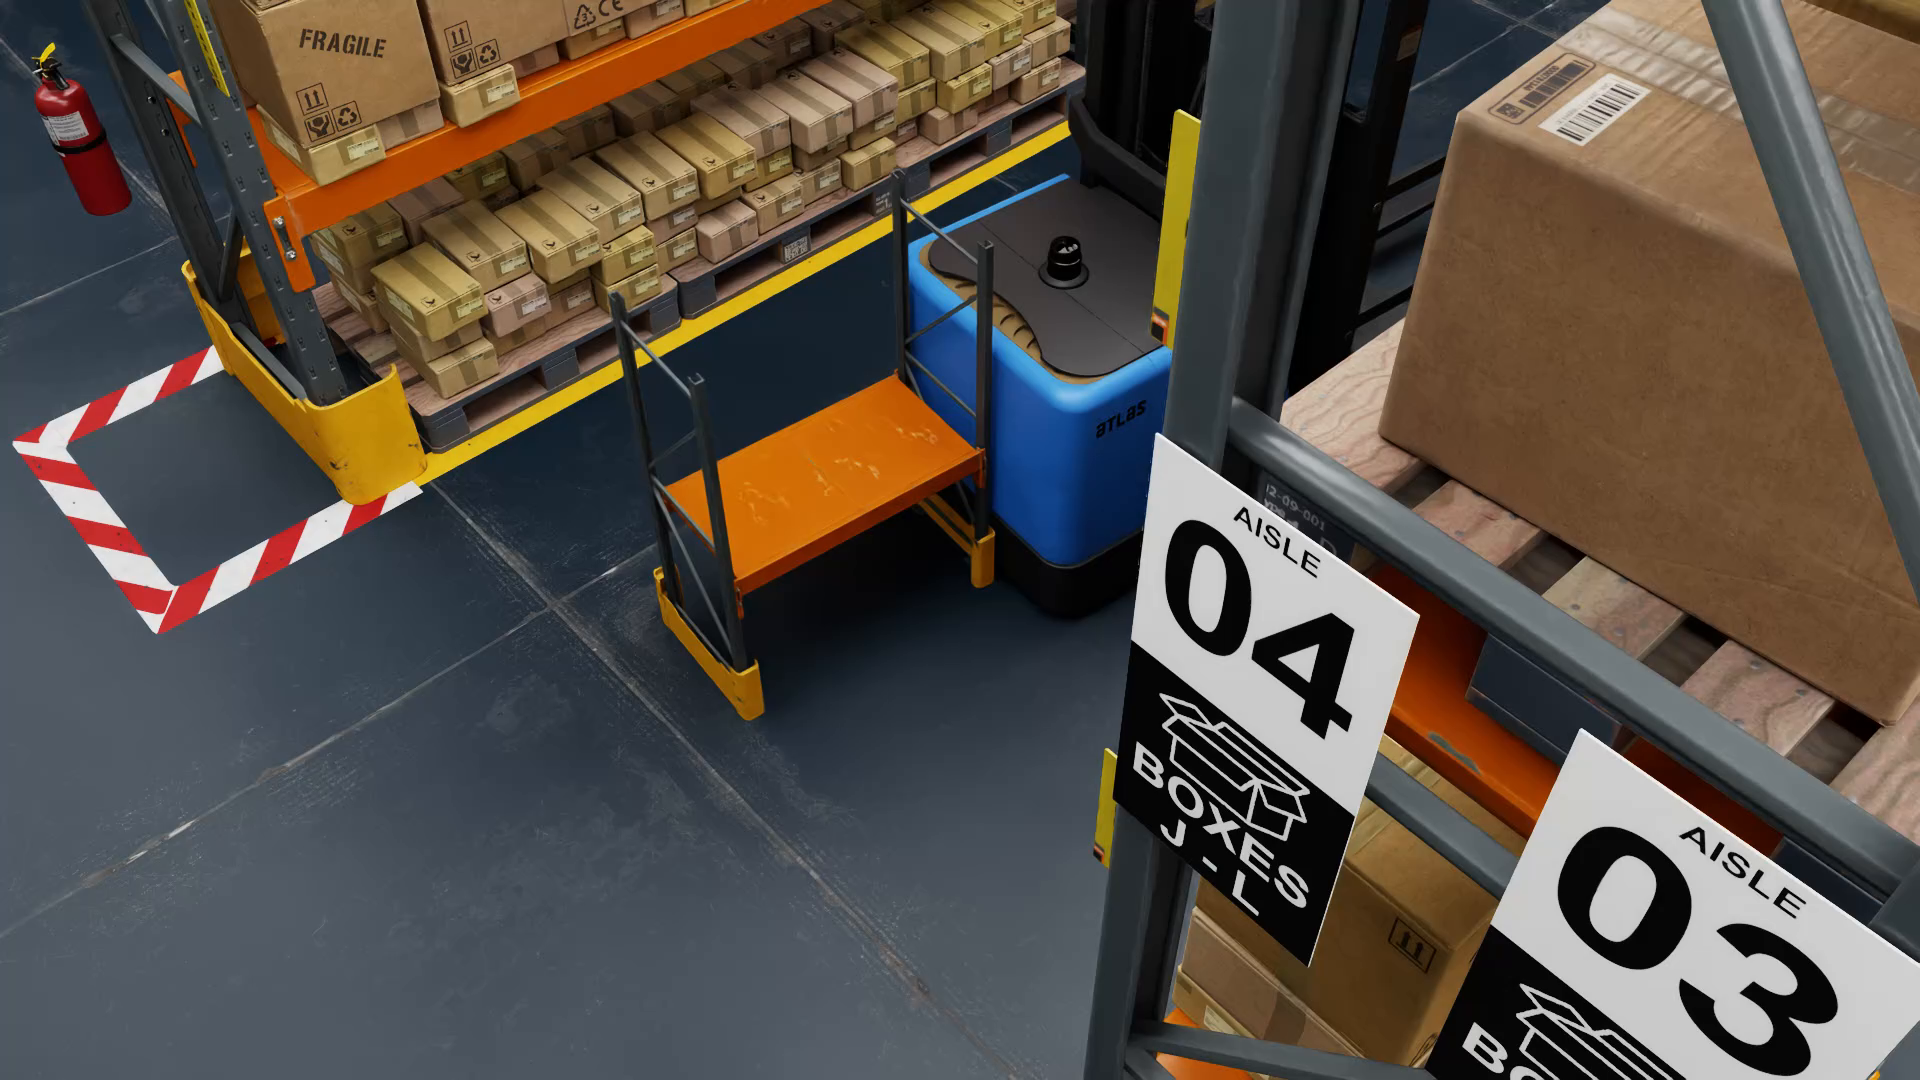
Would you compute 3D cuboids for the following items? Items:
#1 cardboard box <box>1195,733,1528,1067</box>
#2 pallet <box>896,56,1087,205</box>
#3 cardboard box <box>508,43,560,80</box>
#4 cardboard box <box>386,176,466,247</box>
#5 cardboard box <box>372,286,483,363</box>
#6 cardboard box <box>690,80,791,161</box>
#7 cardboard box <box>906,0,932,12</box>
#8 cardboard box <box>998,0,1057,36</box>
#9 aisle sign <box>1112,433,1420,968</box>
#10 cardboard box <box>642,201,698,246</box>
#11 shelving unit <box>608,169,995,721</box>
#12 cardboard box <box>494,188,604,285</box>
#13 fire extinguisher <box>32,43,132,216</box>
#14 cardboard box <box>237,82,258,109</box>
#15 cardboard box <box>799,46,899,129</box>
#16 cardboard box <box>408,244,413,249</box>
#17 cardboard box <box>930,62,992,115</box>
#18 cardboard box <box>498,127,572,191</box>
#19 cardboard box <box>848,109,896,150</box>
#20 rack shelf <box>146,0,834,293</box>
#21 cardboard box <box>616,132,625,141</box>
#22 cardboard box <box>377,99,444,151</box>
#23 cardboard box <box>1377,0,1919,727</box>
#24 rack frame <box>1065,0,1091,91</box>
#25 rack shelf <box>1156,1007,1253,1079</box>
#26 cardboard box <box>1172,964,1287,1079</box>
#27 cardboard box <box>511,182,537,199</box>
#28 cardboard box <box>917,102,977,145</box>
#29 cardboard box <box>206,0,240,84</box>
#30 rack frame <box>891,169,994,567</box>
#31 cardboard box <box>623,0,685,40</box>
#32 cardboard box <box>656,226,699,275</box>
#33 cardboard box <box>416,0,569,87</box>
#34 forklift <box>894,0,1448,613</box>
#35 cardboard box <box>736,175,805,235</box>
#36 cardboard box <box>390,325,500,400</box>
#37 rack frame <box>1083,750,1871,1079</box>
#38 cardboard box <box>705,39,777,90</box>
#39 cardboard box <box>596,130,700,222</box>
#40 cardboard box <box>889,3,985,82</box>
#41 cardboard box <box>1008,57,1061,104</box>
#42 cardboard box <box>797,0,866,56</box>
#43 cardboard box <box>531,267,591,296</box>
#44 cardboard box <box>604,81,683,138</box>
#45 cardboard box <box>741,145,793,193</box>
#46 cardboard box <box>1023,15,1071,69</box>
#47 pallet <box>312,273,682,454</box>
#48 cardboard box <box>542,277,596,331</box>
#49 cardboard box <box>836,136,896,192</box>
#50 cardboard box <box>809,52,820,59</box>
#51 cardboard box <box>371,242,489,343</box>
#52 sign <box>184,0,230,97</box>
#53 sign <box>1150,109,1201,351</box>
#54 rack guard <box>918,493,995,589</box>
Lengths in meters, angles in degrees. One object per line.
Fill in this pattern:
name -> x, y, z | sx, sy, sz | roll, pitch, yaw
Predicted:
cardboard box -> 0.811, 0.565, 3.077 | 0.500, 0.500, 0.500 | -33, 55, -27
pallet -> -0.149, -2.175, 8.113 | 1.213, 0.211, 1.003 | -34, 56, -27
cardboard box -> -1.680, -1.846, 6.083 | 0.250, 0.149, 0.380 | -31, 55, -26
cardboard box -> -2.189, -1.364, 6.717 | 0.250, 0.149, 0.380 | -33, 55, -26
cardboard box -> -2.075, -0.890, 6.482 | 0.250, 0.149, 0.380 | -32, 55, -26
cardboard box -> -0.937, -1.784, 7.104 | 0.250, 0.149, 0.380 | -34, 56, -27
cardboard box -> -0.313, -2.688, 7.938 | 0.250, 0.149, 0.380 | -31, 55, -26
cardboard box -> 0.236, -2.532, 7.794 | 0.250, 0.149, 0.380 | -32, 55, -26
aisle sign -> 0.372, 0.244, 2.215 | 0.004, 0.787, 0.394 | -34, 56, -27
cardboard box -> -1.317, -1.415, 6.966 | 0.380, 0.149, 0.250 | 36, 57, 29
shelving unit -> -0.472, -0.295, 5.502 | 1.083, 1.500, 0.587 | -29, 54, -24
cardboard box -> -1.623, -1.202, 6.568 | 0.250, 0.149, 0.380 | -34, 56, -27
fire extinguisher -> -3.132, -1.468, 5.870 | 0.183, 0.674, 0.296 | -34, 56, -27
cardboard box -> -2.584, -1.724, 5.970 | 0.250, 0.149, 0.380 | -34, 56, -27
cardboard box -> -0.488, -1.987, 7.292 | 0.380, 0.149, 0.250 | 36, 57, 29
cardboard box -> -2.207, -1.287, 6.848 | 0.250, 0.149, 0.380 | -35, 56, -28
cardboard box -> -0.073, -2.137, 7.633 | 0.250, 0.149, 0.380 | -36, 57, -28
cardboard box -> -1.849, -1.655, 6.985 | 0.250, 0.149, 0.380 | -36, 57, -28
cardboard box -> -0.500, -1.930, 7.441 | 0.250, 0.149, 0.380 | -32, 55, -26
rack shelf -> -1.155, -2.239, 6.764 | 4.000, 0.370, 1.077 | -34, 56, -27
cardboard box -> -1.477, -1.824, 7.344 | 0.250, 0.149, 0.380 | -31, 55, -25
cardboard box -> -2.014, -1.539, 5.800 | 0.250, 0.149, 0.380 | -32, 55, -26
cardboard box -> 0.976, -0.261, 1.987 | 0.700, 0.500, 0.500 | 36, 57, 28
rack frame -> 0.325, -3.472, 7.412 | 0.127, 3.000, 1.000 | -34, 56, -27
rack shelf -> 2.107, 0.508, 4.230 | 4.000, 0.370, 1.077 | -34, 56, -27
cardboard box -> 0.669, 0.983, 3.473 | 0.250, 0.149, 0.380 | -33, 55, -27
cardboard box -> -1.785, -1.522, 7.065 | 0.250, 0.149, 0.380 | -34, 56, -28
cardboard box -> -0.137, -2.020, 7.726 | 0.250, 0.149, 0.380 | -36, 57, -28
cardboard box -> -2.476, -1.991, 5.776 | 0.500, 0.500, 0.500 | -33, 55, -26
rack frame -> -0.059, -0.523, 5.712 | 0.032, 1.500, 0.500 | -29, 54, -24
cardboard box -> -1.261, -2.073, 6.293 | 0.250, 0.149, 0.380 | -35, 56, -28
cardboard box -> -1.327, -1.300, 7.062 | 0.250, 0.149, 0.380 | -34, 56, -27
cardboard box -> -1.738, -1.979, 5.765 | 0.500, 0.500, 0.500 | -34, 56, -27
forklift -> 1.240, -1.629, 5.759 | 3.031, 2.935, 1.130 | -29, 54, -24
cardboard box -> -0.896, -1.527, 7.272 | 0.250, 0.149, 0.380 | -34, 56, -27
cardboard box -> -2.032, -0.755, 6.559 | 0.250, 0.149, 0.380 | -33, 55, -26
rack frame -> 0.627, 1.253, 3.053 | 0.127, 3.000, 1.000 | -34, 56, -27
cardboard box -> -1.034, -2.133, 7.427 | 0.250, 0.149, 0.380 | -36, 57, -28
cardboard box -> -1.284, -1.502, 6.844 | 0.250, 0.149, 0.380 | -32, 55, -26
cardboard box -> -0.105, -2.257, 7.541 | 0.250, 0.149, 0.380 | -34, 56, -27
cardboard box -> 0.264, -2.268, 7.956 | 0.250, 0.149, 0.380 | -33, 55, -27
cardboard box -> -0.645, -2.394, 7.668 | 0.250, 0.149, 0.380 | -35, 56, -28
cardboard box -> -1.712, -1.164, 6.735 | 0.250, 0.149, 0.380 | -33, 55, -27
cardboard box -> -1.418, -1.888, 7.200 | 0.250, 0.149, 0.380 | -36, 57, -28
cardboard box -> -0.938, -1.699, 7.229 | 0.250, 0.149, 0.380 | -31, 55, -26
cardboard box -> 0.305, -2.420, 7.893 | 0.250, 0.149, 0.380 | -33, 55, -26
pallet -> -1.954, -0.968, 7.000 | 1.213, 0.211, 1.003 | -34, 56, -27
cardboard box -> -1.714, -1.055, 6.837 | 0.250, 0.149, 0.380 | -33, 55, -27
cardboard box -> -0.502, -1.756, 7.484 | 0.250, 0.149, 0.380 | -34, 56, -27
cardboard box -> -0.644, -2.297, 7.780 | 0.380, 0.149, 0.250 | 36, 57, 29
cardboard box -> -2.019, -0.946, 6.331 | 0.250, 0.149, 0.380 | -36, 57, -29
sign -> -2.270, -1.493, 4.997 | 0.005, 0.325, 0.100 | -34, 56, -27
sign -> 0.272, -0.340, 1.933 | 0.005, 0.325, 0.100 | -34, 56, -27
rack guard -> -0.075, -0.091, 6.164 | 0.087, 0.250, 0.587 | -29, 54, -24
